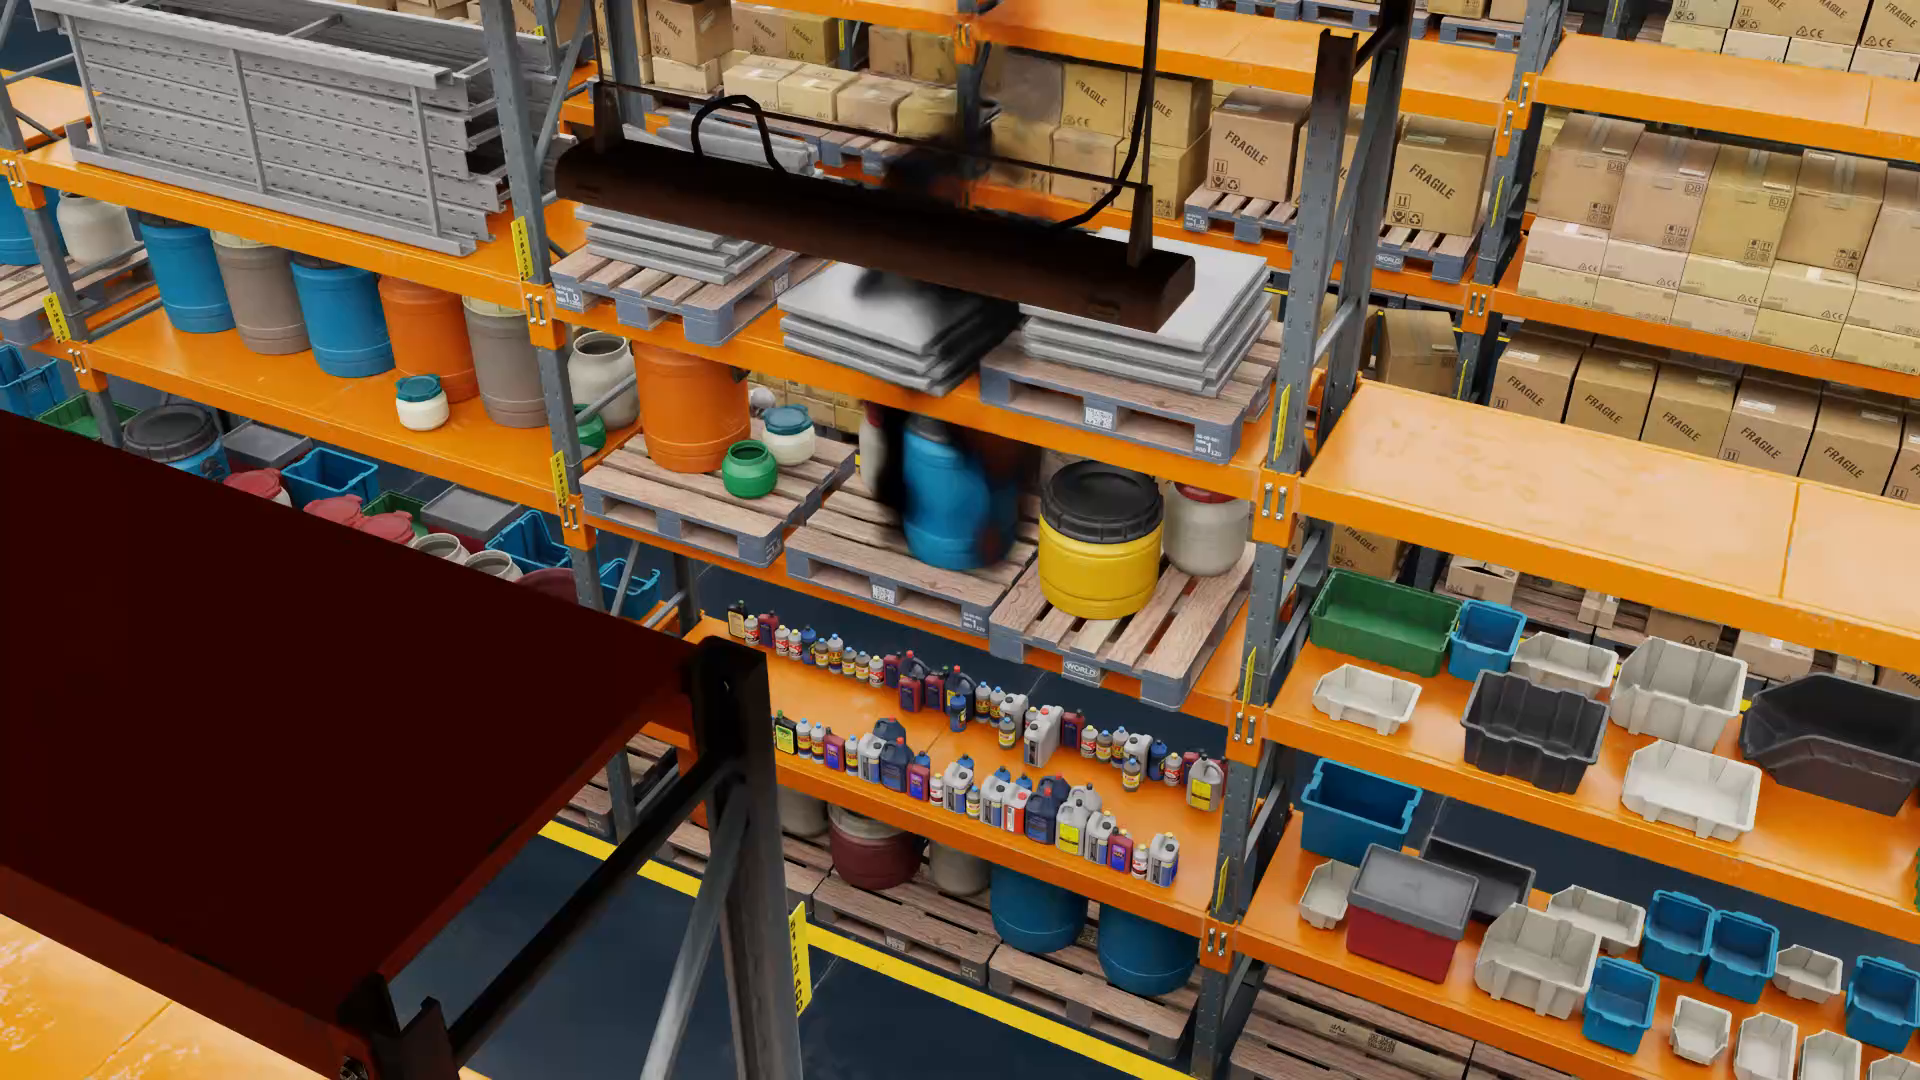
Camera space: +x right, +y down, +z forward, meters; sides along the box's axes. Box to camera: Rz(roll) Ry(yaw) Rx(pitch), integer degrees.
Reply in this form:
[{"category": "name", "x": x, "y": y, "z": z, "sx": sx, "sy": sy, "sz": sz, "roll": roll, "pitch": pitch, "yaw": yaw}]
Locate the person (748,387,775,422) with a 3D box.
[{"category": "person", "x": -1.477, "y": -0.423, "z": 12.568, "sx": 0.508, "sy": 1.643, "sz": 0.640, "roll": 14, "pitch": 38, "yaw": 19}]
